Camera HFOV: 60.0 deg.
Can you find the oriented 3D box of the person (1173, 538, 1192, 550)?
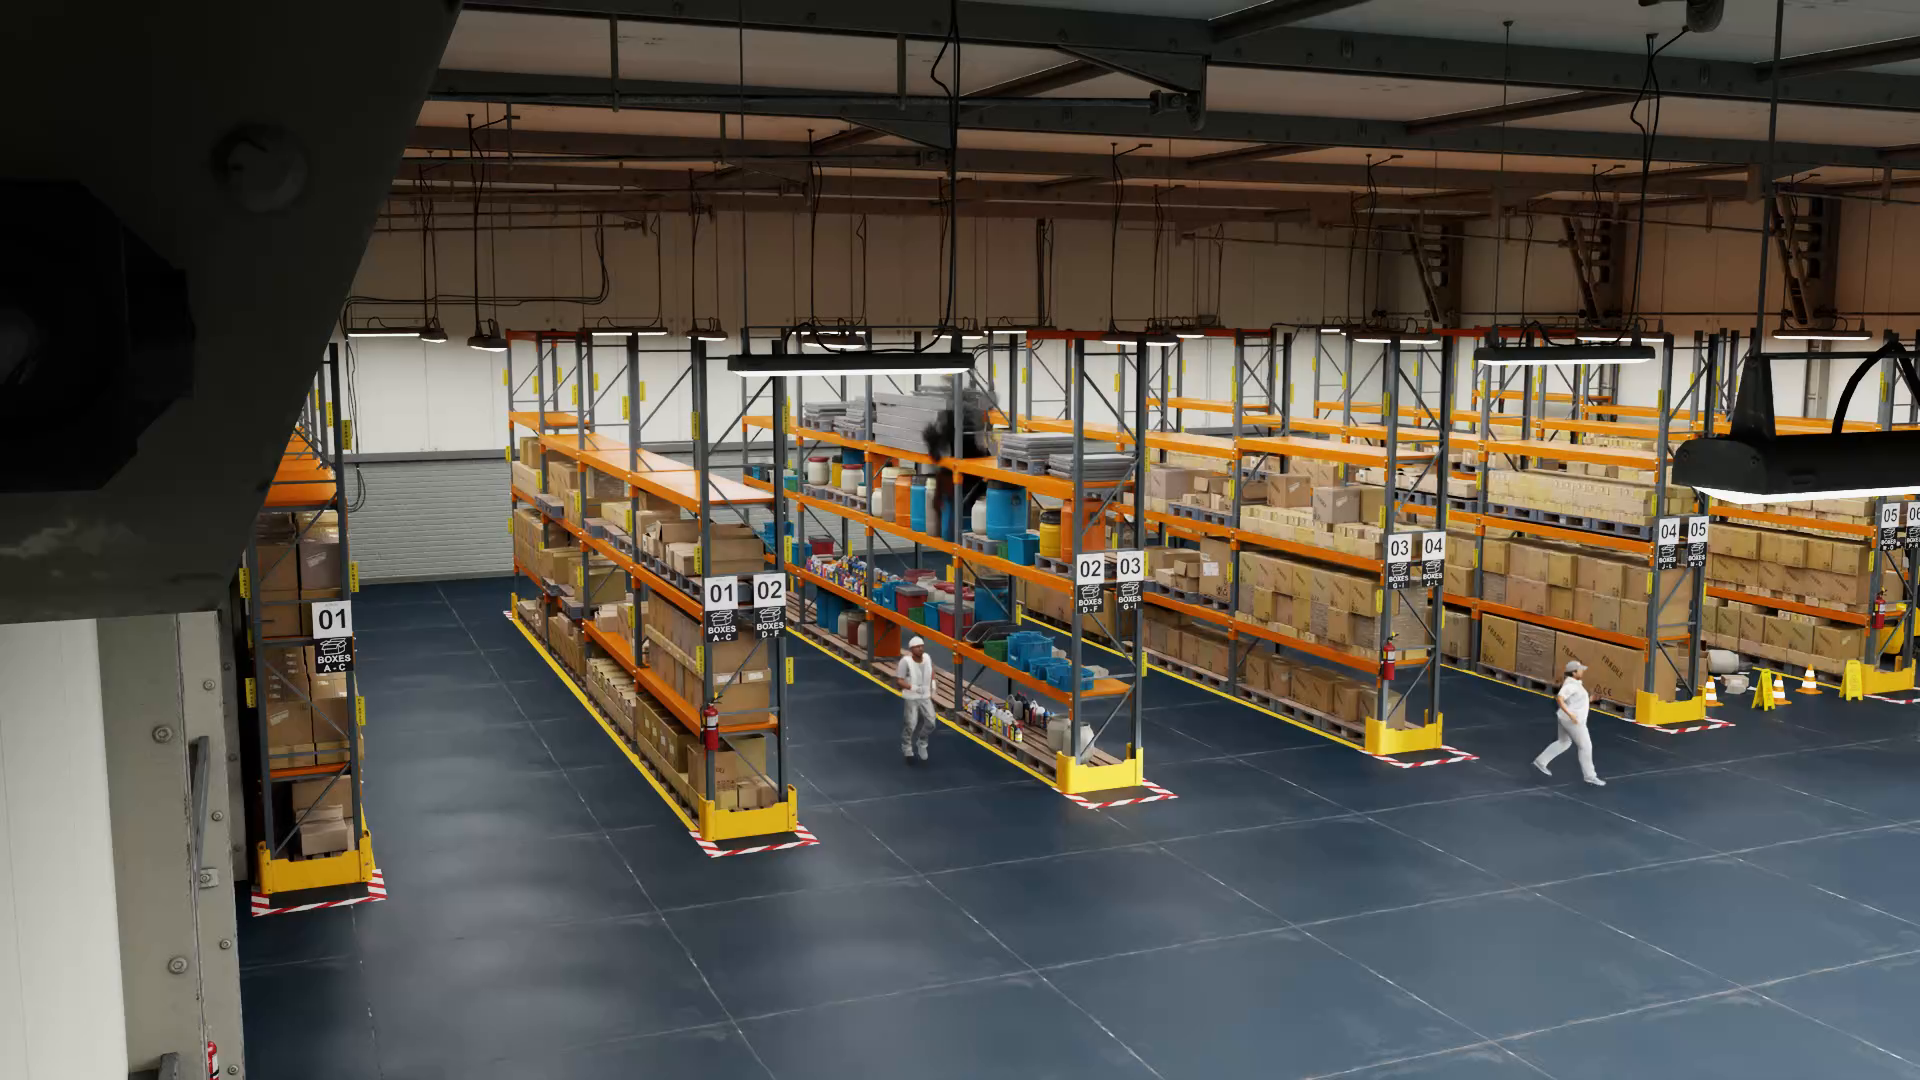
[{"bbox_3d":[5.562,-0.098,41.660,0.758,1.544,0.598,5,9,31],"label":"person"}]

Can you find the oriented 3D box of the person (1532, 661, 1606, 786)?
[{"bbox_3d":[8.264,2.448,22.423,0.899,1.666,0.600,1,8,10],"label":"person"}]

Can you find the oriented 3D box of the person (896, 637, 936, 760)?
[{"bbox_3d":[-0.570,2.248,23.447,0.708,1.795,0.687,-5,9,-31],"label":"person"}]

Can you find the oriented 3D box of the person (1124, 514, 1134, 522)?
[{"bbox_3d":[4.167,-0.189,41.583,0.905,1.786,0.765,-4,9,-29],"label":"person"}]
